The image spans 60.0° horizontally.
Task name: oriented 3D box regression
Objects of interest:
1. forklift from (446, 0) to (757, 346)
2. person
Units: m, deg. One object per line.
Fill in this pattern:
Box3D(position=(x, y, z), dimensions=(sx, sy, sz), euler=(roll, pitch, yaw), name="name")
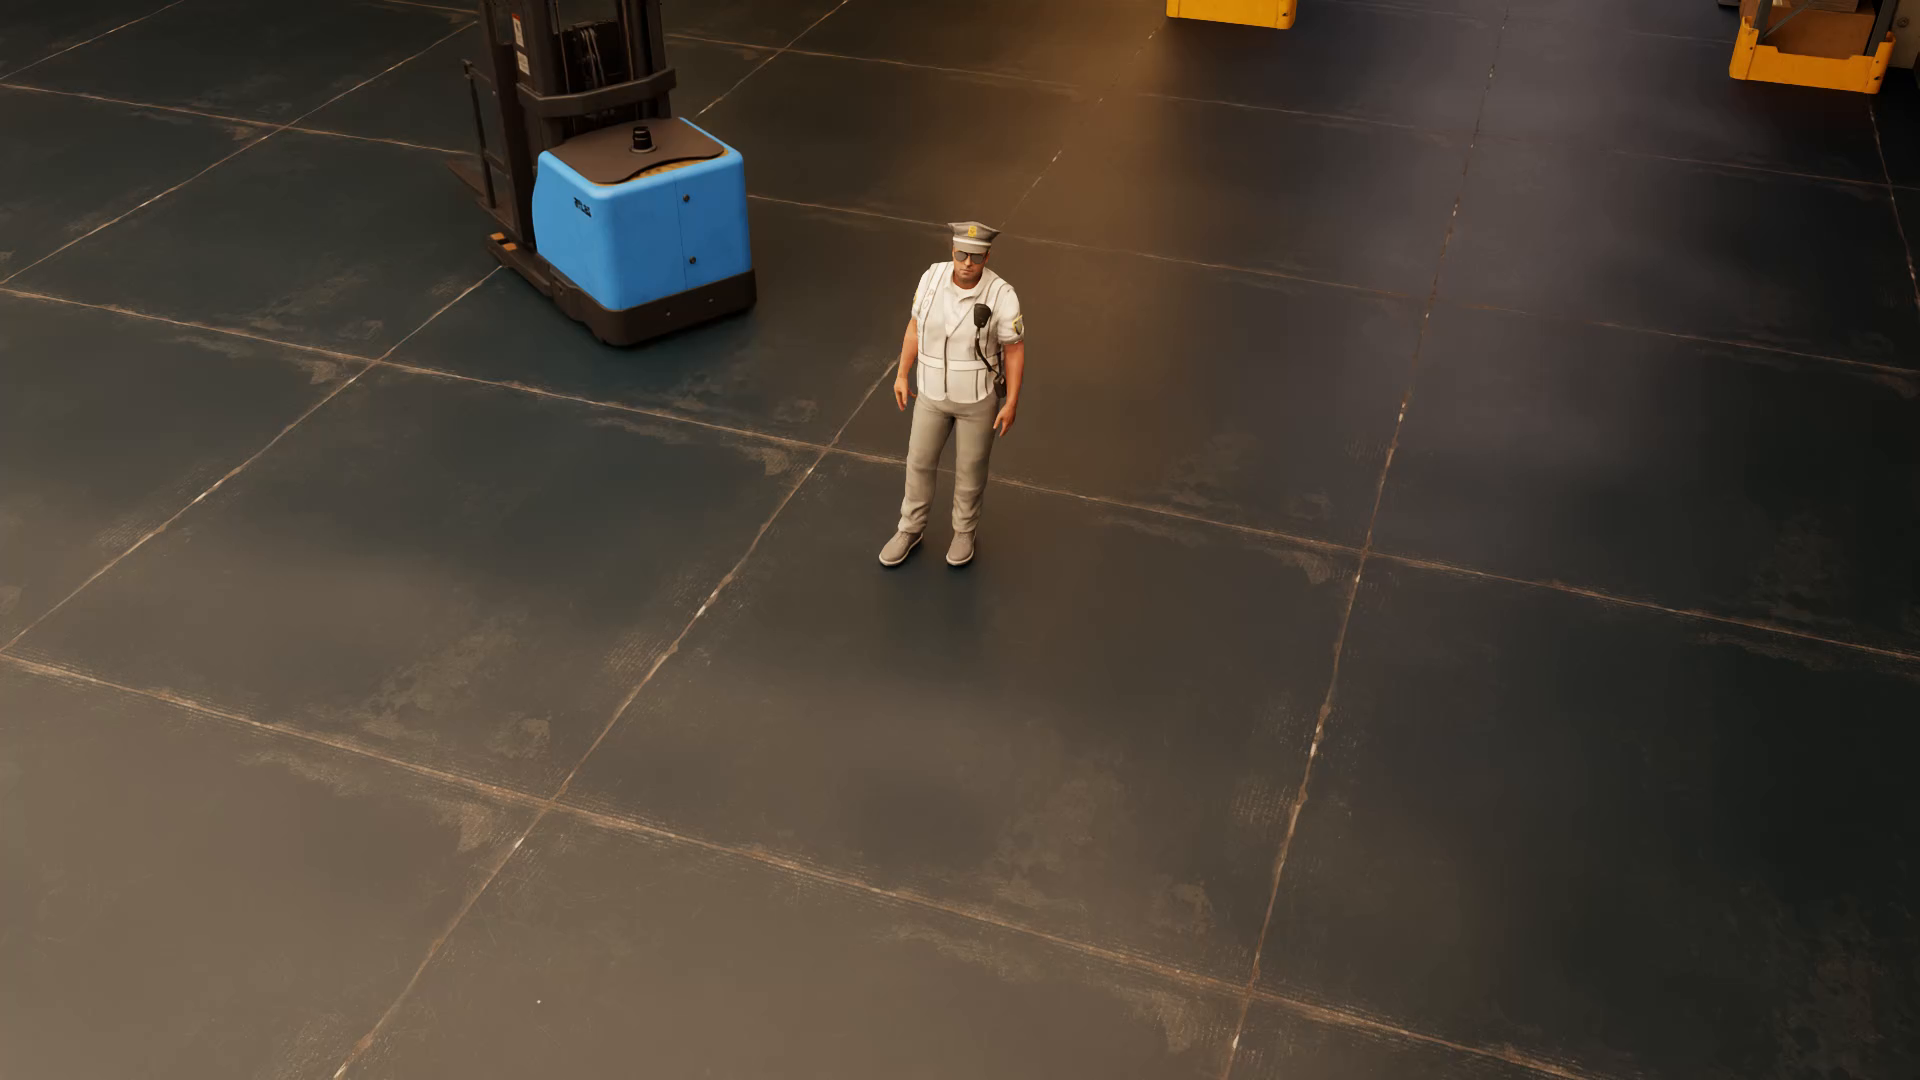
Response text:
Box3D(position=(-2.586, -3.185, 10.604), dimensions=(1.130, 2.935, 3.031), euler=(-23, 41, -29), name="forklift")
Box3D(position=(-0.037, -0.693, 8.069), dimensions=(0.640, 1.781, 0.575), euler=(12, 37, 16), name="person")
